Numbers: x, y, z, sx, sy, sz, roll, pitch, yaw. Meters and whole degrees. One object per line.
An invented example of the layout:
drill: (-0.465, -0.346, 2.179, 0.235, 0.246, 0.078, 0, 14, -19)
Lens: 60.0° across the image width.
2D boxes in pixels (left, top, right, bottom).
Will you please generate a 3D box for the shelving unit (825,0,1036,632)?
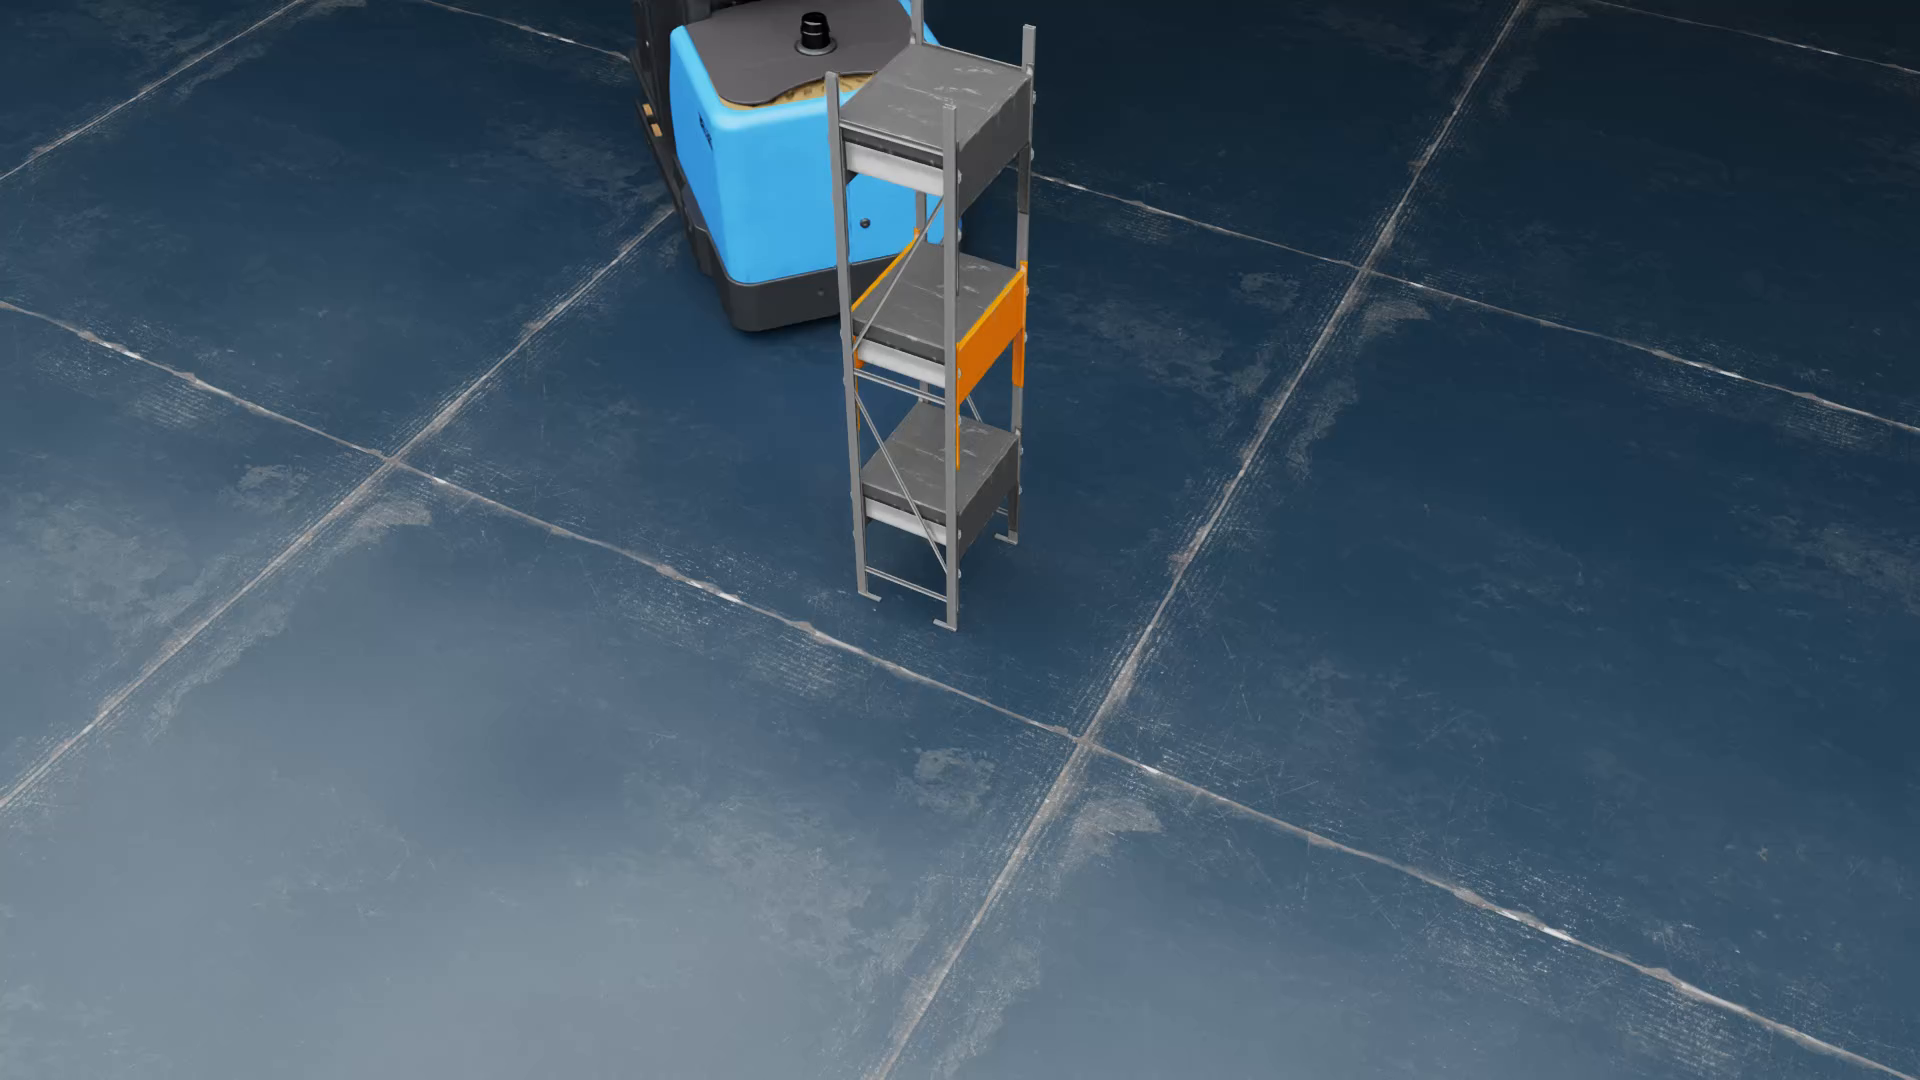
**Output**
shelving unit: (-0.077, -0.634, 5.400, 0.431, 2.100, 0.503, 20, 49, 19)

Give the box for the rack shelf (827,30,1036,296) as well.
rack shelf: (-0.077, -1.116, 4.912, 0.431, 0.518, 0.480, 20, 49, 19)

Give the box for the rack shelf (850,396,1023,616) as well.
rack shelf: (-0.077, -0.132, 5.908, 0.431, 0.518, 0.480, 20, 49, 19)

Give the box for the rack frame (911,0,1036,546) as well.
rack frame: (0.036, -0.788, 5.552, 0.400, 2.100, 0.015, 20, 49, 19)

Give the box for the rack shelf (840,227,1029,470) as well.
rack shelf: (-0.077, -0.624, 5.410, 0.431, 0.518, 0.480, 20, 49, 19)

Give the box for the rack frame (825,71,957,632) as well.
rack frame: (-0.190, -0.480, 5.248, 0.400, 2.100, 0.015, 20, 49, 19)

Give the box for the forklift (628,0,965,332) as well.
forklift: (-0.950, -2.977, 7.131, 1.130, 2.935, 3.031, -14, 47, -14)
